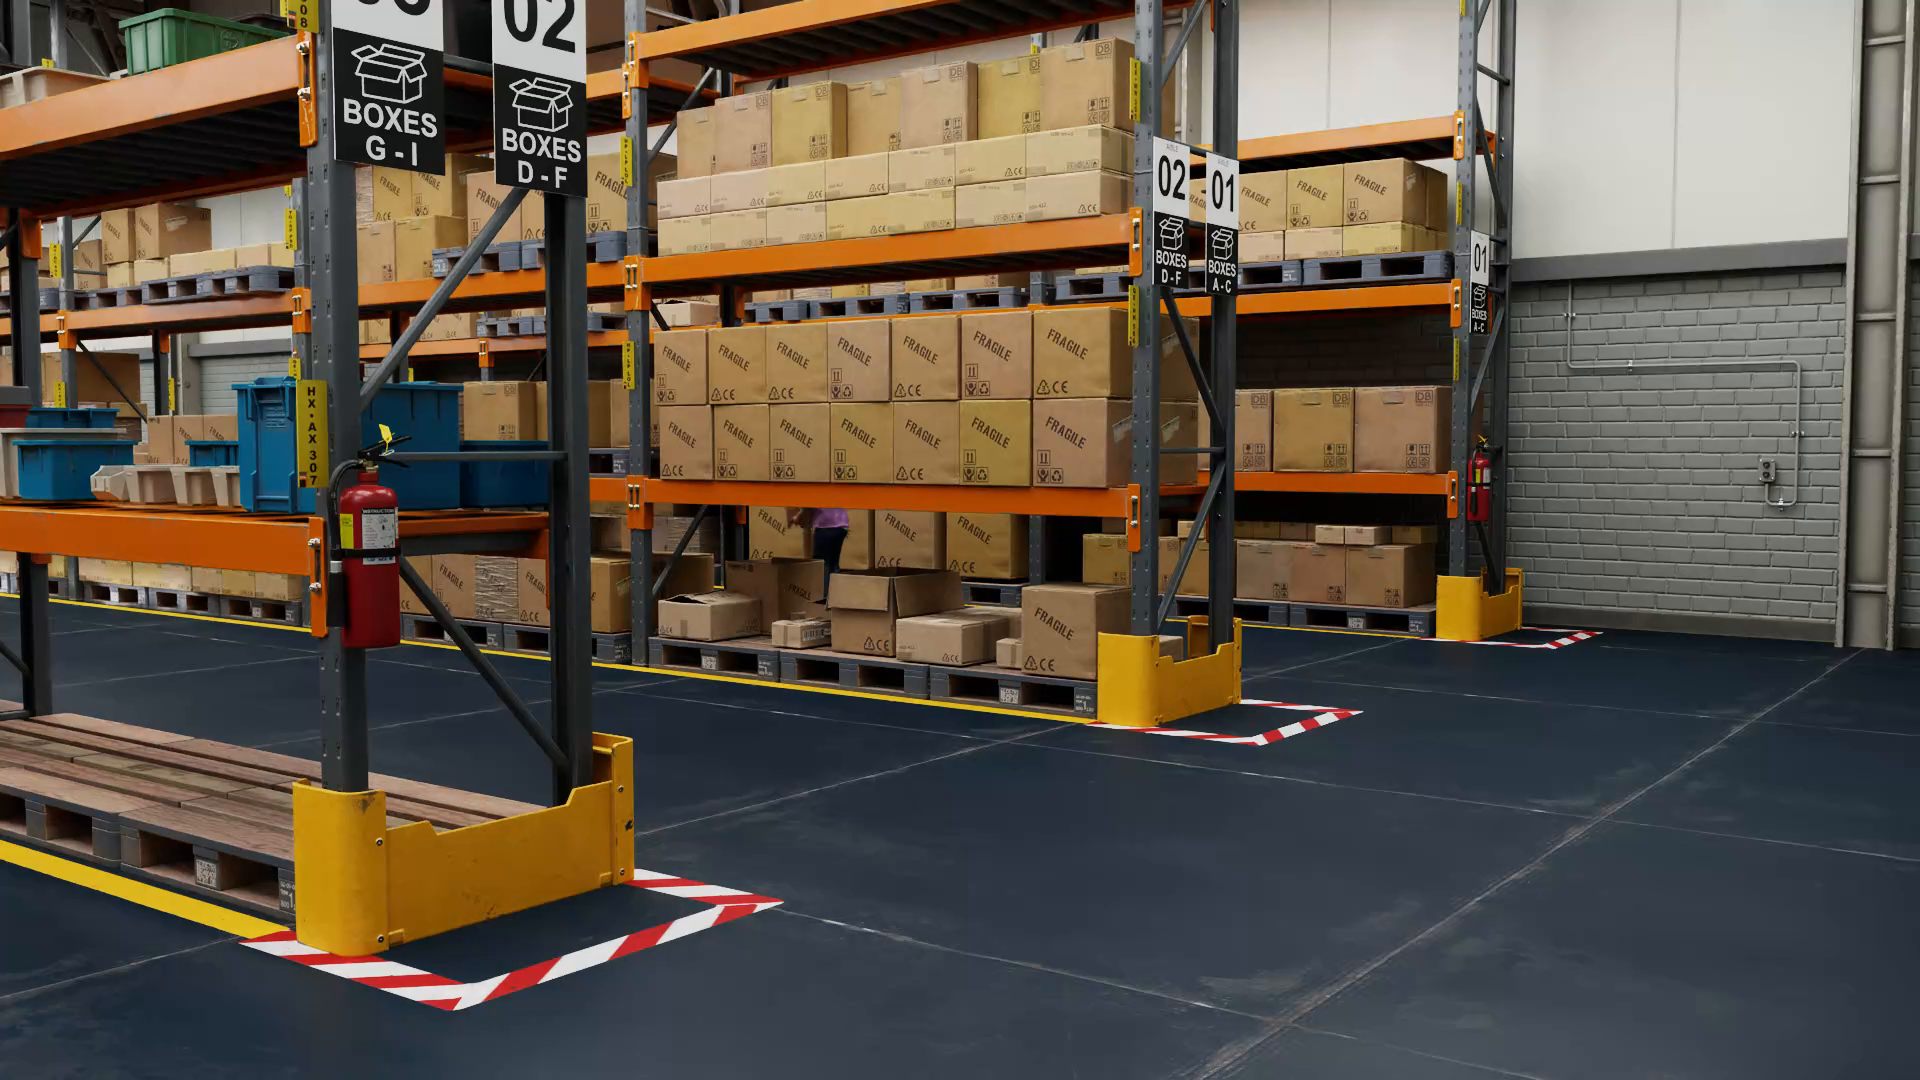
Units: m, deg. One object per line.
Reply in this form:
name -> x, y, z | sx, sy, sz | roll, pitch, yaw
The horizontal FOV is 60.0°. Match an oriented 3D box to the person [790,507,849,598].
person -> -1.213, -0.089, 14.467 | 0.476, 1.584, 0.414 | 2, 4, 29
